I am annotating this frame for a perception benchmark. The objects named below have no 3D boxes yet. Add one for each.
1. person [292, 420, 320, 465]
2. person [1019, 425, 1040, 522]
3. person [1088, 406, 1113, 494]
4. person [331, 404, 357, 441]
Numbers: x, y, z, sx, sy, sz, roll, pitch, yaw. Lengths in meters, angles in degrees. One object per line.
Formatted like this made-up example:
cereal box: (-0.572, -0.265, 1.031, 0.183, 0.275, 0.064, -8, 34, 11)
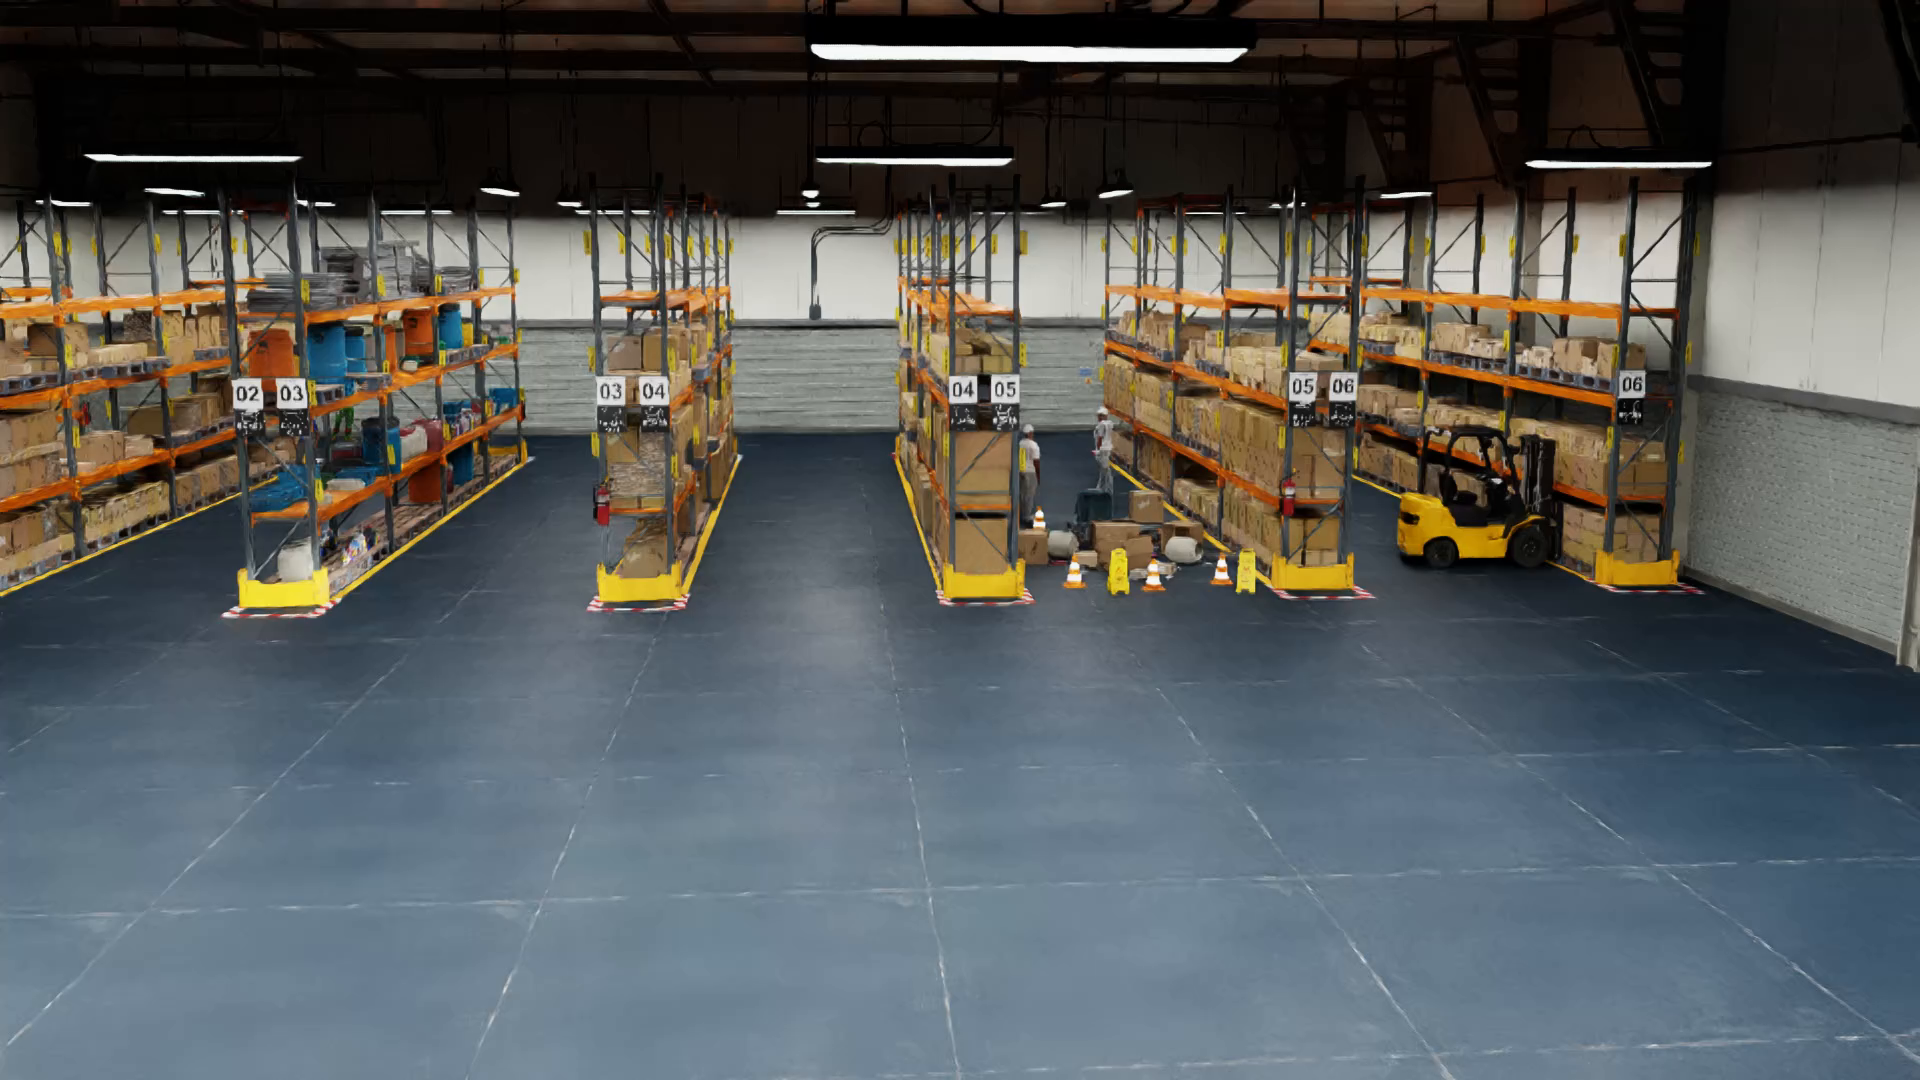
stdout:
person: (-14.076, -2.061, 35.801, 0.592, 1.604, 0.513, -1, 10, -7)
person: (1.297, -1.245, 30.569, 0.453, 1.768, 0.632, -7, 12, -34)
person: (2.882, -1.834, 33.877, 0.589, 1.782, 0.676, 3, 10, 17)
person: (-16.061, -3.443, 43.099, 0.500, 1.784, 0.729, 9, 14, 42)
